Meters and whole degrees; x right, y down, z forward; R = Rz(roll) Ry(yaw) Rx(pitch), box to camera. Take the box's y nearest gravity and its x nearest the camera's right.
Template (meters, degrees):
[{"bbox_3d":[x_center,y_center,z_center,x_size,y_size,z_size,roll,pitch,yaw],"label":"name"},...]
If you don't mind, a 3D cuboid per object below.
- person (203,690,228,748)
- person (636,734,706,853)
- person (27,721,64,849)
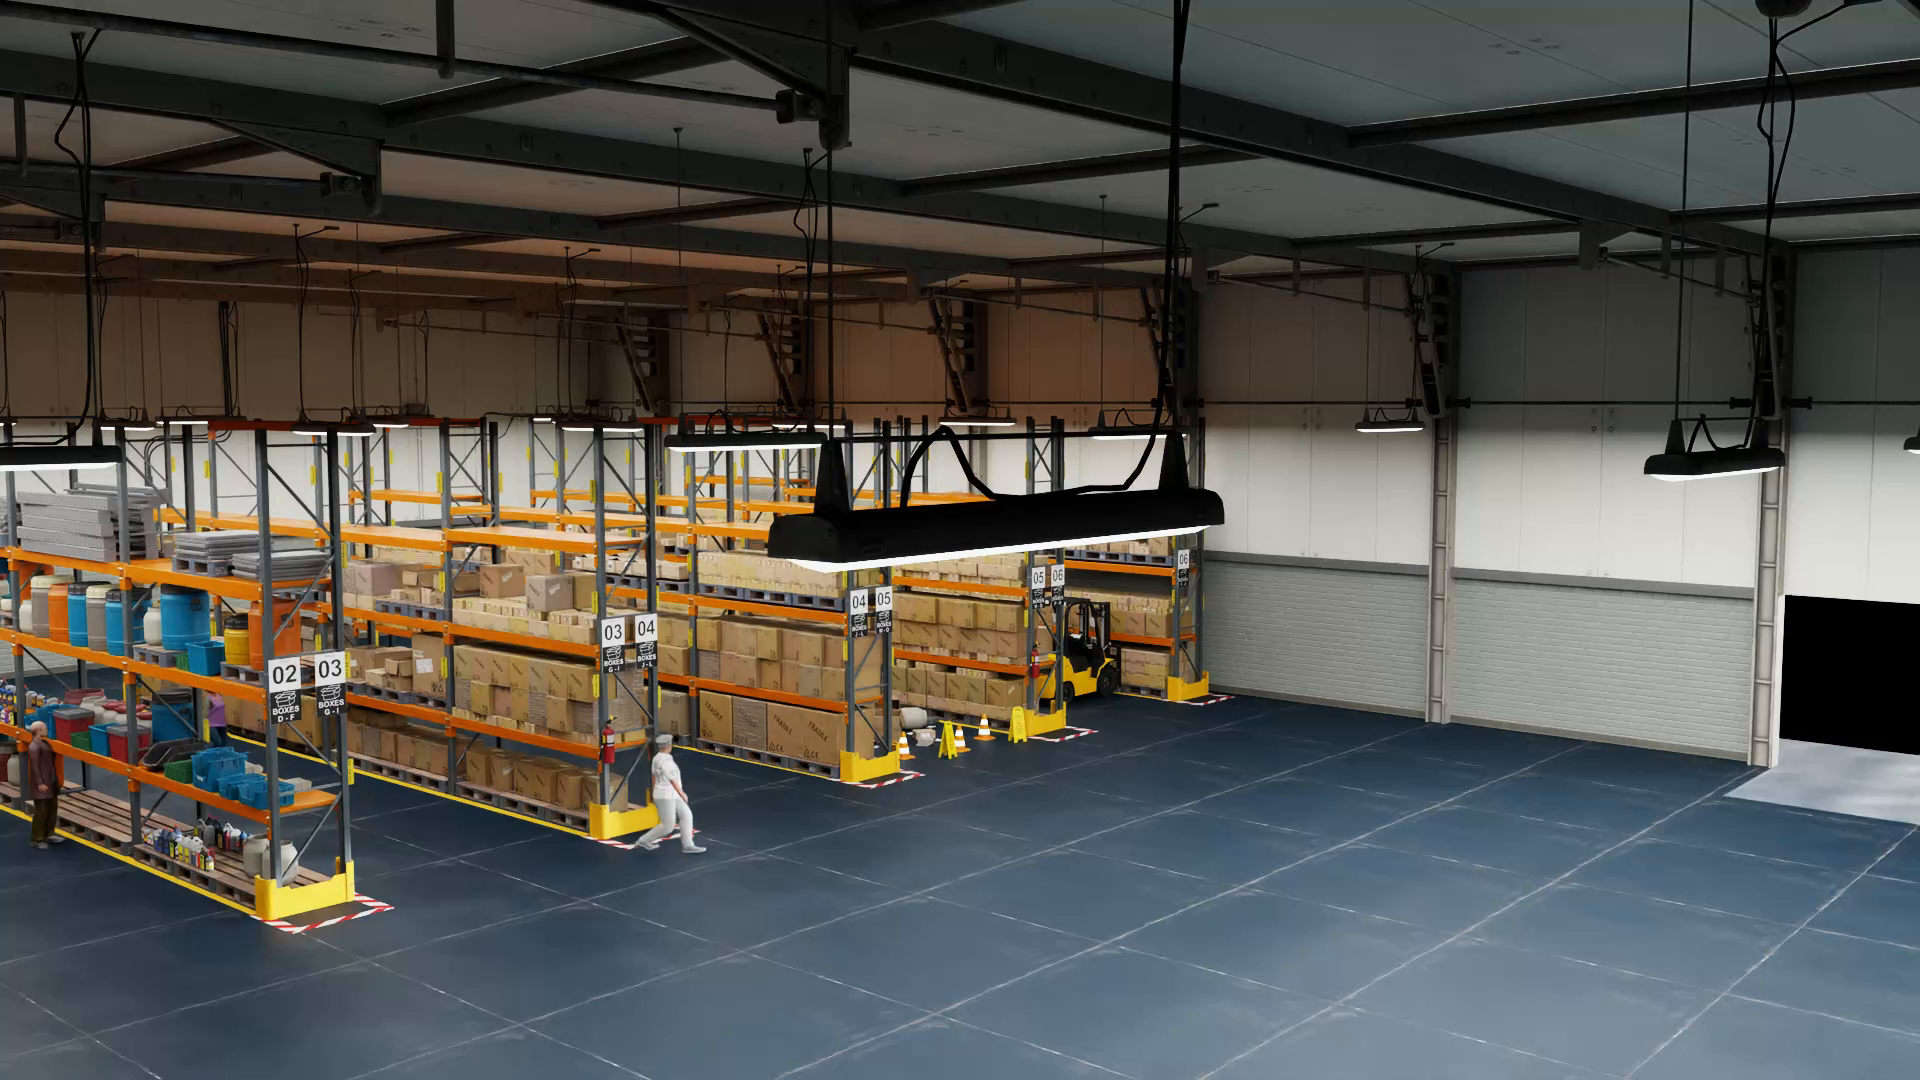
[{"bbox_3d":[-12.768,3.176,28.415,0.703,1.560,0.421,3,6,35],"label":"person"},{"bbox_3d":[-4.043,3.559,23.255,0.960,1.689,0.501,0,5,-1],"label":"person"},{"bbox_3d":[-13.118,3.508,23.829,0.446,1.850,0.637,0,5,-2],"label":"person"}]
